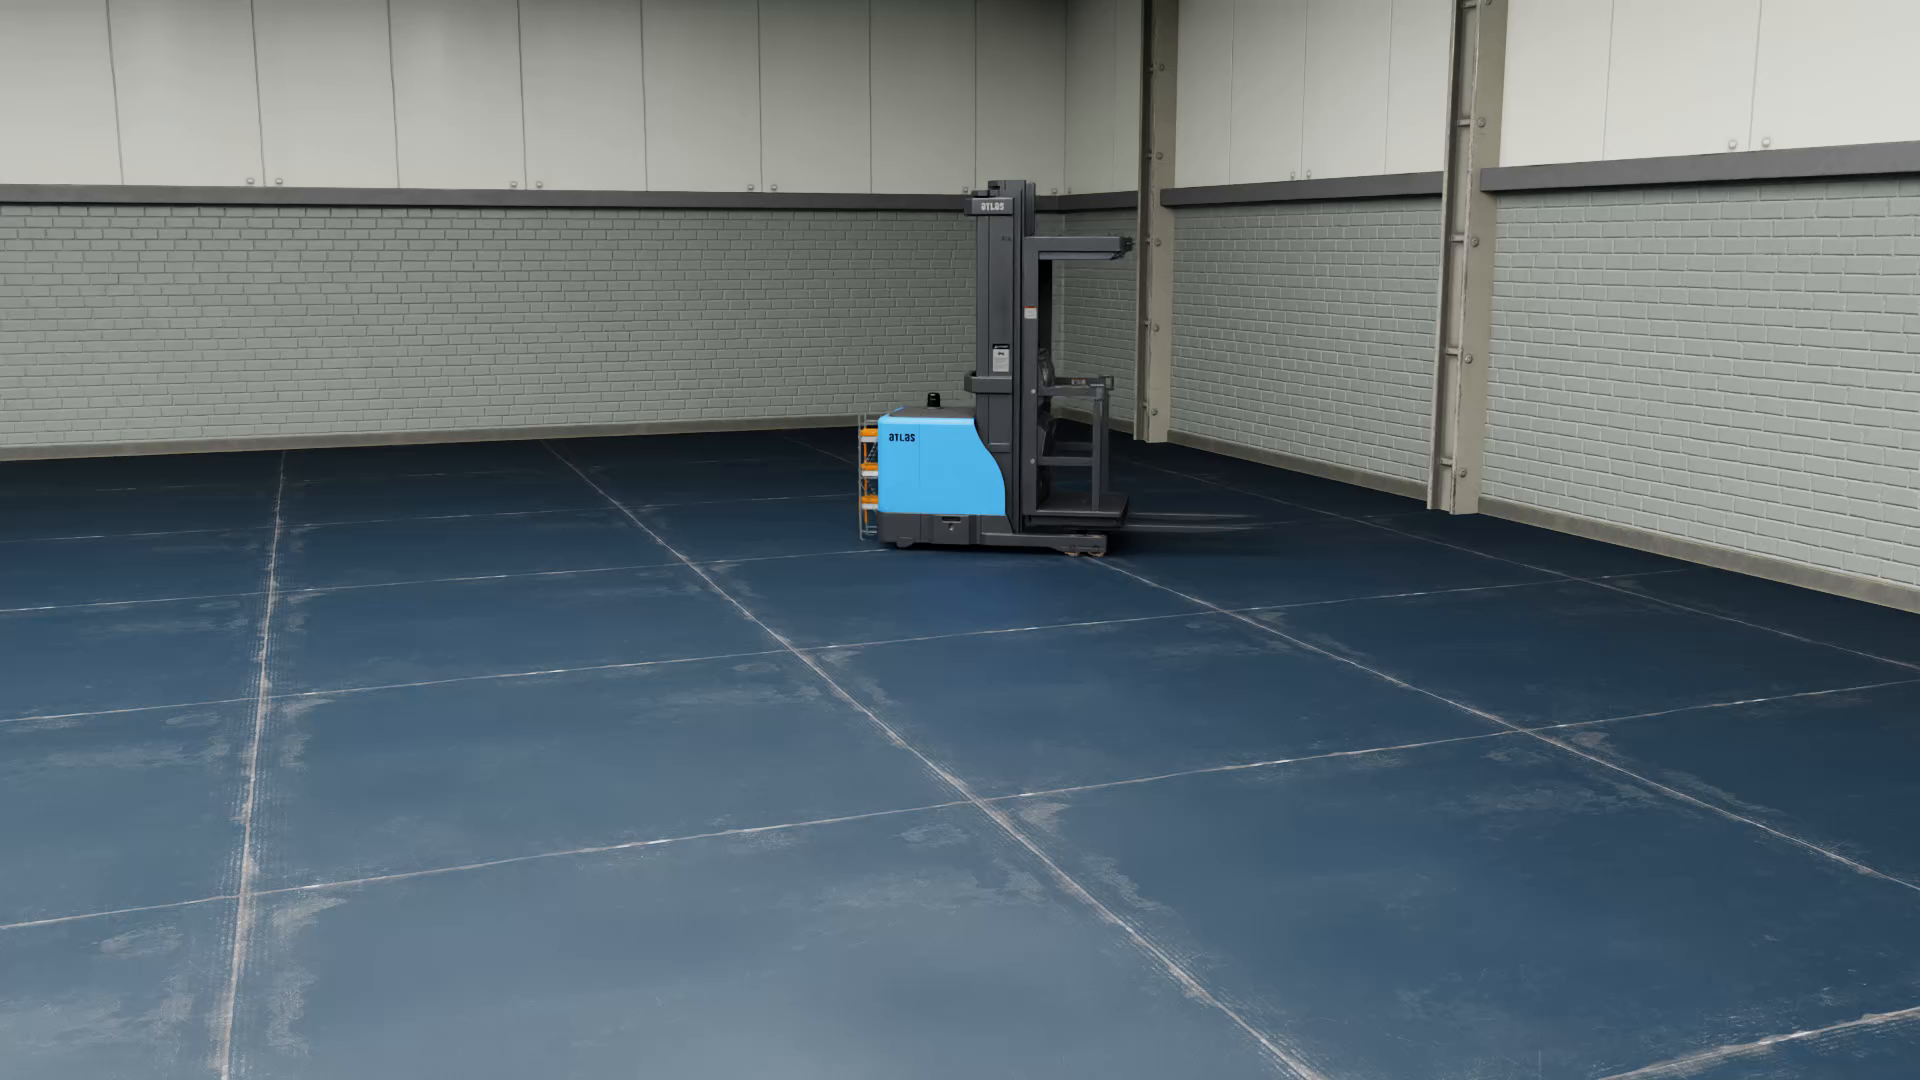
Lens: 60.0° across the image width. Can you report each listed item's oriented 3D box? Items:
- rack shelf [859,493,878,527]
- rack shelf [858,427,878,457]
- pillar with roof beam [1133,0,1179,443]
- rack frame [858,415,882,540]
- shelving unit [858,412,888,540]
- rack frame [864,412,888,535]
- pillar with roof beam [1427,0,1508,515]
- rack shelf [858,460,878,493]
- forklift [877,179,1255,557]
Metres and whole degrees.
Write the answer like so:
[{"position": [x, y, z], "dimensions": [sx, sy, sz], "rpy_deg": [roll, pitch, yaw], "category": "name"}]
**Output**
[{"position": [-0.722, -0.251, 13.983], "dimensions": [0.215, 0.259, 0.240], "rpy_deg": [1, 10, 8], "category": "rack shelf"}, {"position": [-0.722, -0.804, 13.885], "dimensions": [0.215, 0.259, 0.240], "rpy_deg": [1, 10, 8], "category": "rack shelf"}, {"position": [-1.600, -5.411, 18.643], "dimensions": [9.100, 9.000, 0.400], "rpy_deg": [-4, 11, -21], "category": "pillar with roof beam"}, {"position": [-0.739, -0.514, 13.814], "dimensions": [0.200, 1.050, 0.008], "rpy_deg": [1, 10, 8], "category": "rack frame"}, {"position": [-0.722, -0.536, 13.933], "dimensions": [0.215, 1.050, 0.252], "rpy_deg": [1, 10, 8], "category": "shelving unit"}, {"position": [-0.705, -0.557, 14.052], "dimensions": [0.200, 1.050, 0.008], "rpy_deg": [1, 10, 8], "category": "rack frame"}, {"position": [0.574, -4.431, 13.137], "dimensions": [9.100, 9.000, 0.400], "rpy_deg": [-4, 11, -21], "category": "pillar with roof beam"}, {"position": [-0.722, -0.525, 13.935], "dimensions": [0.215, 0.259, 0.240], "rpy_deg": [1, 10, 8], "category": "rack shelf"}, {"position": [0.886, -1.410, 13.477], "dimensions": [3.031, 2.935, 1.130], "rpy_deg": [2, 10, 9], "category": "forklift"}]
